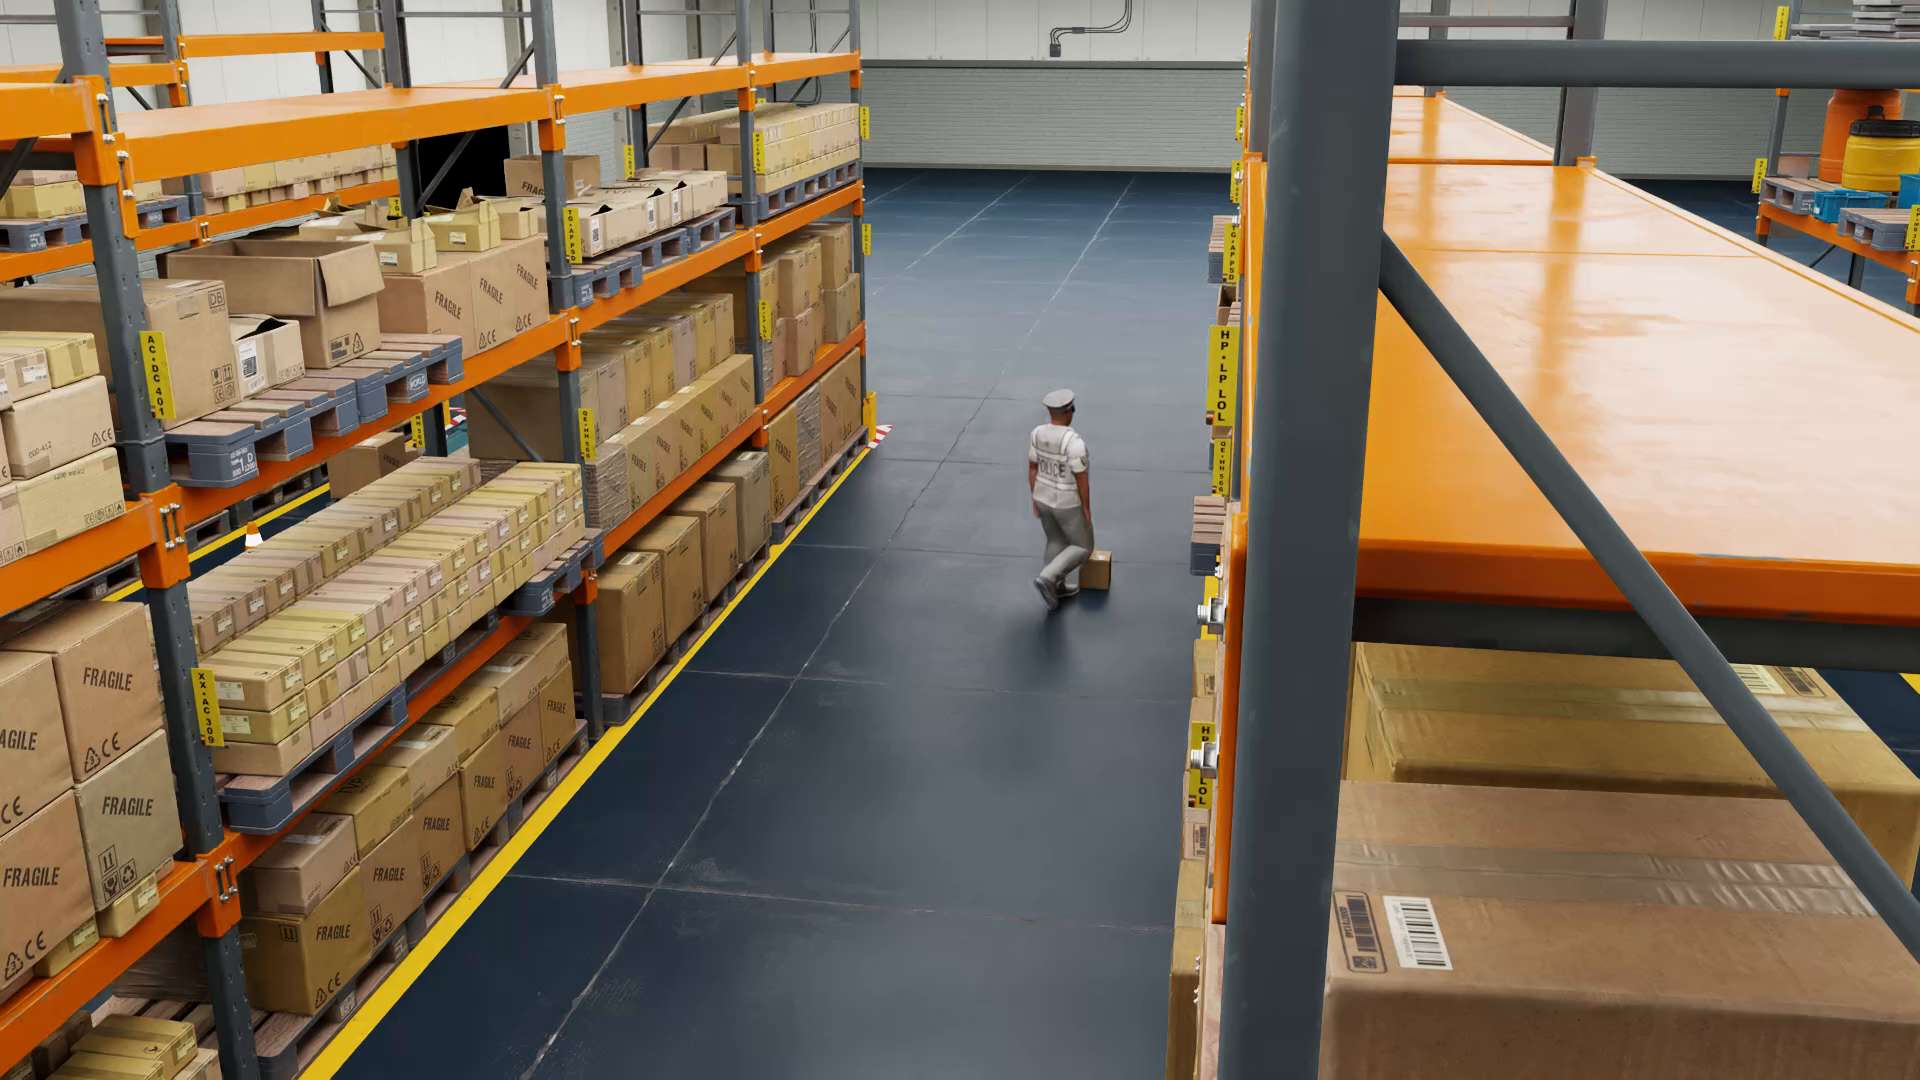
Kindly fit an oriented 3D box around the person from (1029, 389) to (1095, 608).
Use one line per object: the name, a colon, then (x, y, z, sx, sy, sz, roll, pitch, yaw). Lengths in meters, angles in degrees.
person: (0.790, -0.318, 12.977, 0.683, 1.751, 0.555, -15, 23, -39)
